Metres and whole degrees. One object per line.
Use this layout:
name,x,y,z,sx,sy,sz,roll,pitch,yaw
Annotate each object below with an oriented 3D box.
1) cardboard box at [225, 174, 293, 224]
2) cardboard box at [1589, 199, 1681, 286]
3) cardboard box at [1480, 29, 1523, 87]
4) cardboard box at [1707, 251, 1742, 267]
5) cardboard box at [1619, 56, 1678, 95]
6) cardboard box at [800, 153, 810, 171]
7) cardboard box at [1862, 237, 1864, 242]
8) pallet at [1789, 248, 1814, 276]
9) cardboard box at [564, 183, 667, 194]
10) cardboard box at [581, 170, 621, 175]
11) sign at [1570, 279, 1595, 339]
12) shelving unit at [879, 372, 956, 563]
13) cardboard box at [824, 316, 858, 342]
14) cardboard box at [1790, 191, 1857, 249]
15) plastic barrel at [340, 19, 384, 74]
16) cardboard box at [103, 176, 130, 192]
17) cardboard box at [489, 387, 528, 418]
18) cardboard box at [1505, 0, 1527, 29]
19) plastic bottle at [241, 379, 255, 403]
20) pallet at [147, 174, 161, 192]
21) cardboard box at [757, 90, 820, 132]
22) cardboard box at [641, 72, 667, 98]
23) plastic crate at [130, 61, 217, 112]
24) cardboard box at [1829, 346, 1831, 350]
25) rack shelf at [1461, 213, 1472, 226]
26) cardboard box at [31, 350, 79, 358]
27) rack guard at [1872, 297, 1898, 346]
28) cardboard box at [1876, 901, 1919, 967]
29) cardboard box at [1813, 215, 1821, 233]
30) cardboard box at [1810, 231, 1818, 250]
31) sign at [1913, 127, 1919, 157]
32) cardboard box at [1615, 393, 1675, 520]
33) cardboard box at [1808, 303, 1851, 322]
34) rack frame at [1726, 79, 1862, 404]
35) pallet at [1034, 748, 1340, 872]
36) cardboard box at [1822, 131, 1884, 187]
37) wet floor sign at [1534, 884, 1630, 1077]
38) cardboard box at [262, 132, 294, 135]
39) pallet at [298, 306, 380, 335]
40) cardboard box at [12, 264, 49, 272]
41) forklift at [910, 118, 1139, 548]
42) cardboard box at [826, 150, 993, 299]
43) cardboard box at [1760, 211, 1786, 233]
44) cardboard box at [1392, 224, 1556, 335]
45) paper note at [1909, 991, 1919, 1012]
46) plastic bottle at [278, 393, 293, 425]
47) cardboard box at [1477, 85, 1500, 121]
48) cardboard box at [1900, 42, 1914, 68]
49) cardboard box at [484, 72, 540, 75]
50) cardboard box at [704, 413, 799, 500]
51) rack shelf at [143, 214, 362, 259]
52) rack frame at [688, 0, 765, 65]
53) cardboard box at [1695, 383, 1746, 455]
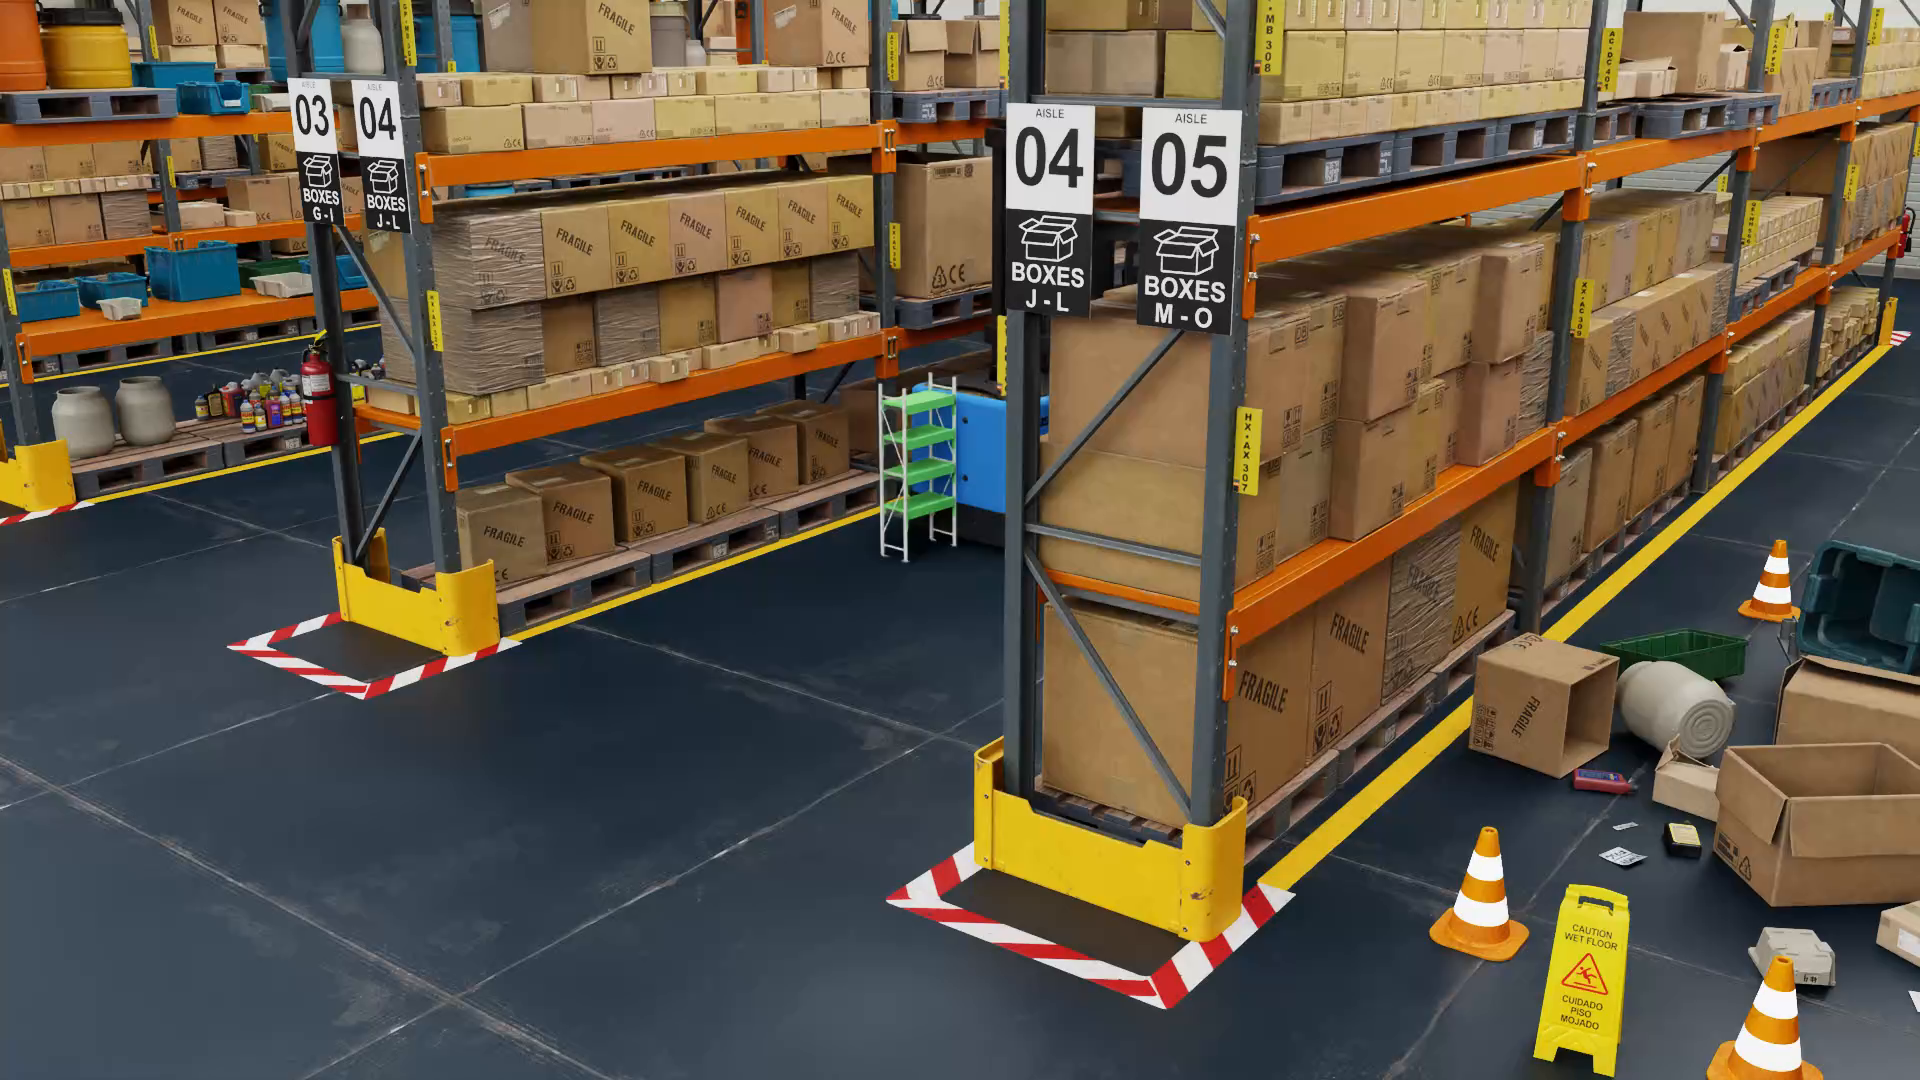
cardboard box,-8.088,-3.935,19.188,0.500,0.500,0.500,14,22,39
cardboard box,4.508,-2.059,11.462,0.700,0.500,0.500,12,21,34
cardboard box,2.316,-2.279,7.842,0.500,0.250,0.500,12,21,34
cardboard box,5.837,-2.185,12.935,0.380,0.149,0.250,14,22,37
cardboard box,4.290,-2.955,10.492,0.396,0.266,0.258,12,21,35
cardboard box,-2.679,-5.971,25.744,0.500,0.500,0.500,12,21,34
cardboard box,9.204,-3.183,17.359,0.380,0.149,0.250,13,21,36
pallet,7.199,-2.587,15.340,1.003,0.211,1.213,12,21,35
cardboard box,-2.275,-2.076,11.014,0.500,0.500,0.500,12,21,35
cardboard box,-5.109,-5.304,22.888,0.700,0.500,0.500,7,19,21
sign,3.451,-1.283,9.225,0.100,0.325,0.005,12,21,35
shelving unit,-0.283,-0.497,11.321,0.258,1.200,0.503,15,23,40
cardboard box,-0.967,-1.549,12.098,0.380,0.149,0.250,12,21,35
cardboard box,8.269,-3.098,15.993,0.500,0.500,0.500,12,21,34
plastic barrel,-5.311,-4.324,14.656,0.421,0.512,0.421,0,17,0
cardboard box,-9.011,-3.778,17.589,0.380,0.149,0.250,12,21,34
cardboard box,-2.776,-0.839,9.813,0.380,0.149,0.250,12,21,35
cardboard box,2.440,-2.486,7.837,0.380,0.149,0.250,13,21,35
plastic bottle,-6.283,-1.265,14.611,0.152,0.276,0.135,12,21,33
pallet,-11.616,-4.838,22.590,1.003,0.211,1.213,12,21,35
cardboard box,-1.300,-2.914,11.264,0.500,0.250,0.500,13,22,36
cardboard box,-2.039,-2.825,10.305,0.380,0.149,0.250,12,21,34
plastic crate,-6.385,-3.685,13.521,0.392,0.384,0.575,12,21,35
cardboard box,8.622,-1.905,16.920,0.380,0.149,0.250,12,21,34
rack shelf,5.040,-3.868,20.356,1.077,0.370,4.000,12,21,35
cardboard box,-9.565,-2.081,17.315,0.500,0.250,0.500,12,21,35
rack guard,10.109,-2.576,19.196,1.175,0.500,0.348,12,21,35
cardboard box,3.815,1.566,6.449,0.250,0.149,0.380,-7,19,-22
cardboard box,7.693,-2.928,15.329,0.380,0.149,0.250,13,22,36
cardboard box,7.693,-2.786,15.373,0.380,0.149,0.250,12,21,33
sign,10.588,-4.389,18.334,0.100,0.325,0.005,12,21,35
cardboard box,4.434,-0.671,11.931,1.050,0.750,0.750,13,21,36
cardboard box,9.094,-2.371,17.418,0.380,0.149,0.250,13,21,35
rack frame,7.771,-2.835,15.815,1.000,3.000,0.127,12,21,35
pallet,1.035,1.151,7.683,1.003,0.211,1.213,12,21,35
cardboard box,8.857,-3.808,16.591,0.500,0.500,0.500,13,21,36
wet floor sign,2.194,1.504,5.812,0.267,0.644,0.232,8,19,25
cardboard box,-9.975,-6.036,24.154,0.500,0.250,0.500,13,22,36
pallet,-7.738,-2.724,20.160,1.003,0.211,1.213,12,21,35
cardboard box,-12.428,-3.651,21.915,0.700,0.500,0.500,13,22,37
forklift,1.005,-1.690,12.243,1.130,2.935,3.031,15,23,40
cardboard box,-0.333,-2.482,12.958,1.000,1.000,1.000,13,21,35
cardboard box,6.752,-2.695,14.077,0.380,0.149,0.250,12,21,34
cardboard box,2.757,-1.435,9.234,0.875,0.550,0.550,12,21,35
paper note,3.621,1.715,6.171,0.148,0.019,0.142,5,18,16
plastic bottle,-5.745,-1.118,14.145,0.097,0.271,0.097,0,17,0
cardboard box,2.287,-2.044,7.756,0.380,0.149,0.250,12,21,34
cardboard box,9.473,-4.989,17.104,0.500,0.250,0.500,13,21,35
cardboard box,-2.685,-2.777,10.150,0.380,0.149,0.250,13,21,35
cardboard box,-1.524,-0.611,12.160,0.500,0.500,0.500,-12,21,-33
rack shelf,-7.681,-3.714,19.860,1.077,0.370,4.000,12,21,35
rack frame,-2.513,-6.523,17.576,1.000,3.000,0.127,12,21,35
cardboard box,6.014,-1.013,13.453,0.500,0.500,0.500,11,21,32
